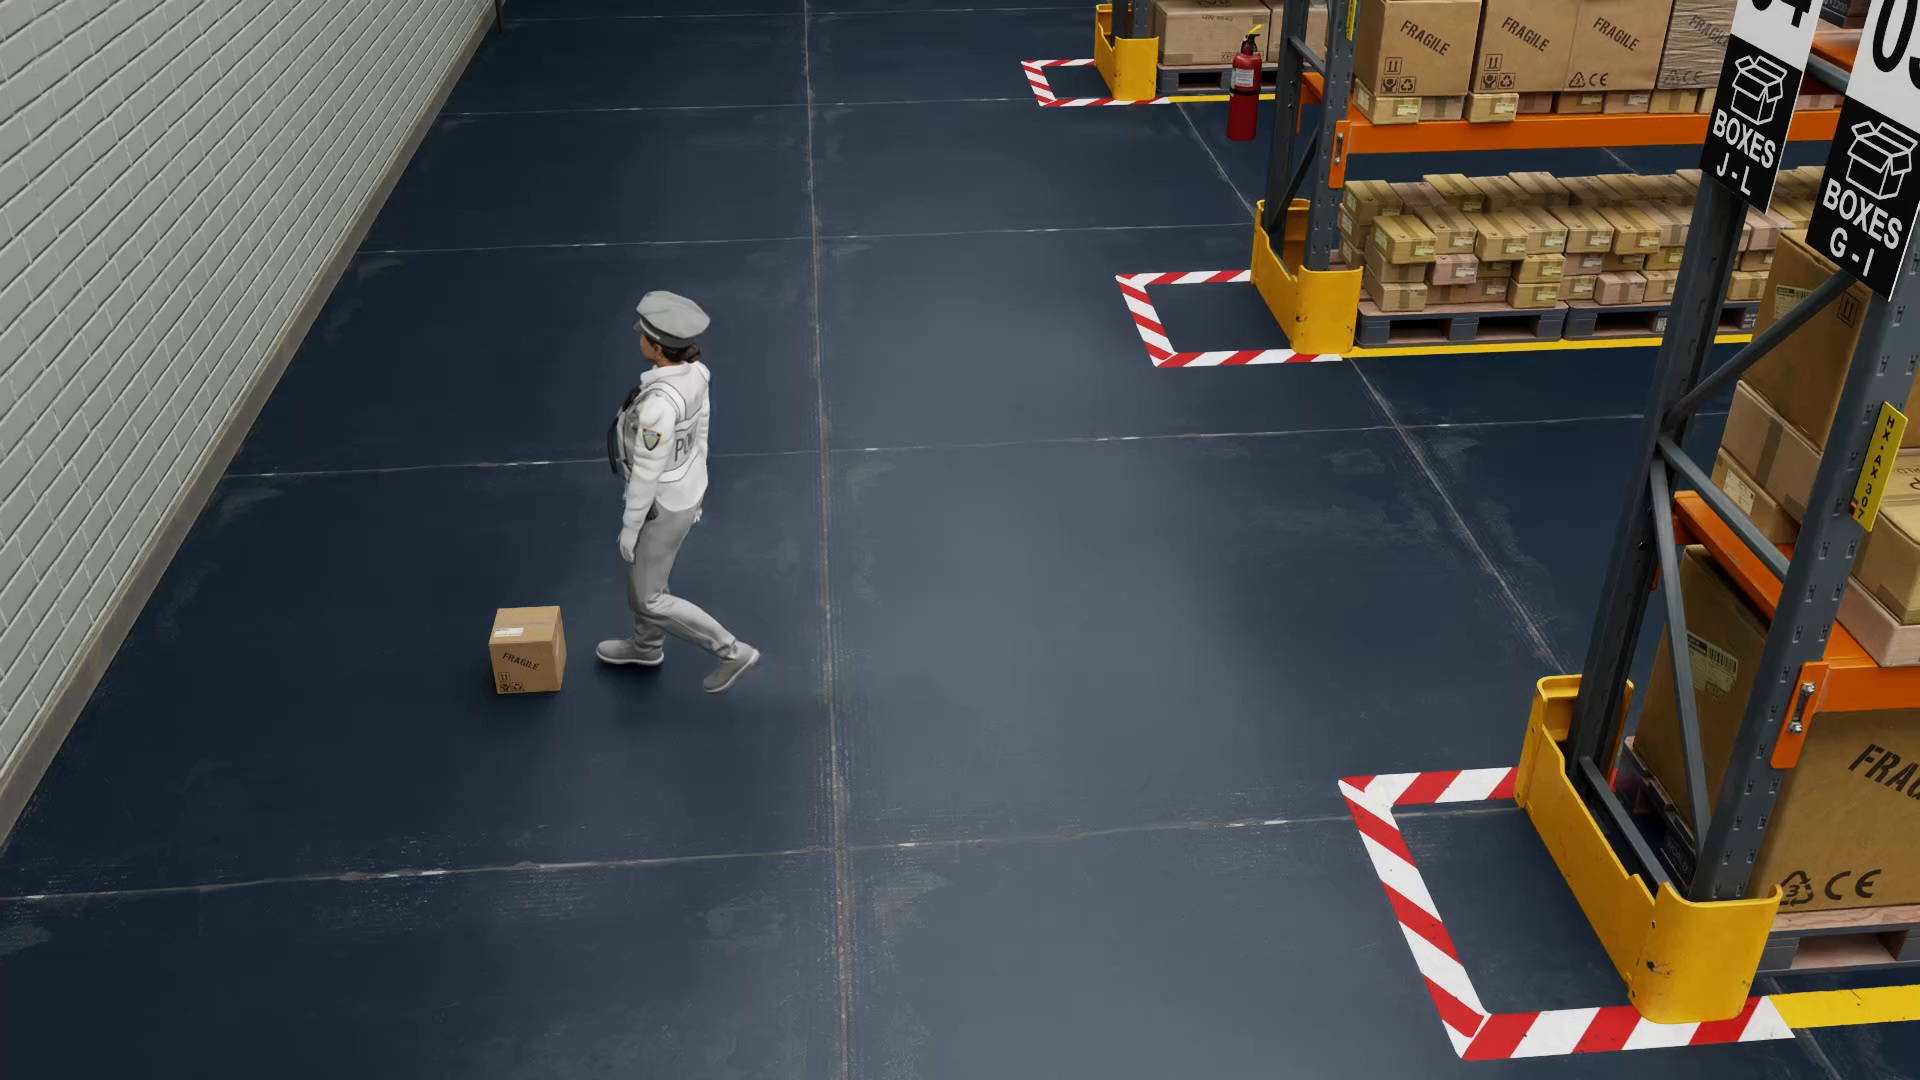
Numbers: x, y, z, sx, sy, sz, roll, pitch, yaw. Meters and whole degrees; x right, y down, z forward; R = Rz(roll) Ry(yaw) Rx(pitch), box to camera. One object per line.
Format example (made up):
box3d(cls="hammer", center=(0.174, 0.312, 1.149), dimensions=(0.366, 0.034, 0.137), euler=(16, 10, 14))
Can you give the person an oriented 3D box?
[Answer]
box3d(cls="person", center=(-1.176, -0.158, 6.344), dimensions=(0.692, 1.657, 0.494), euler=(4, 32, 6))
